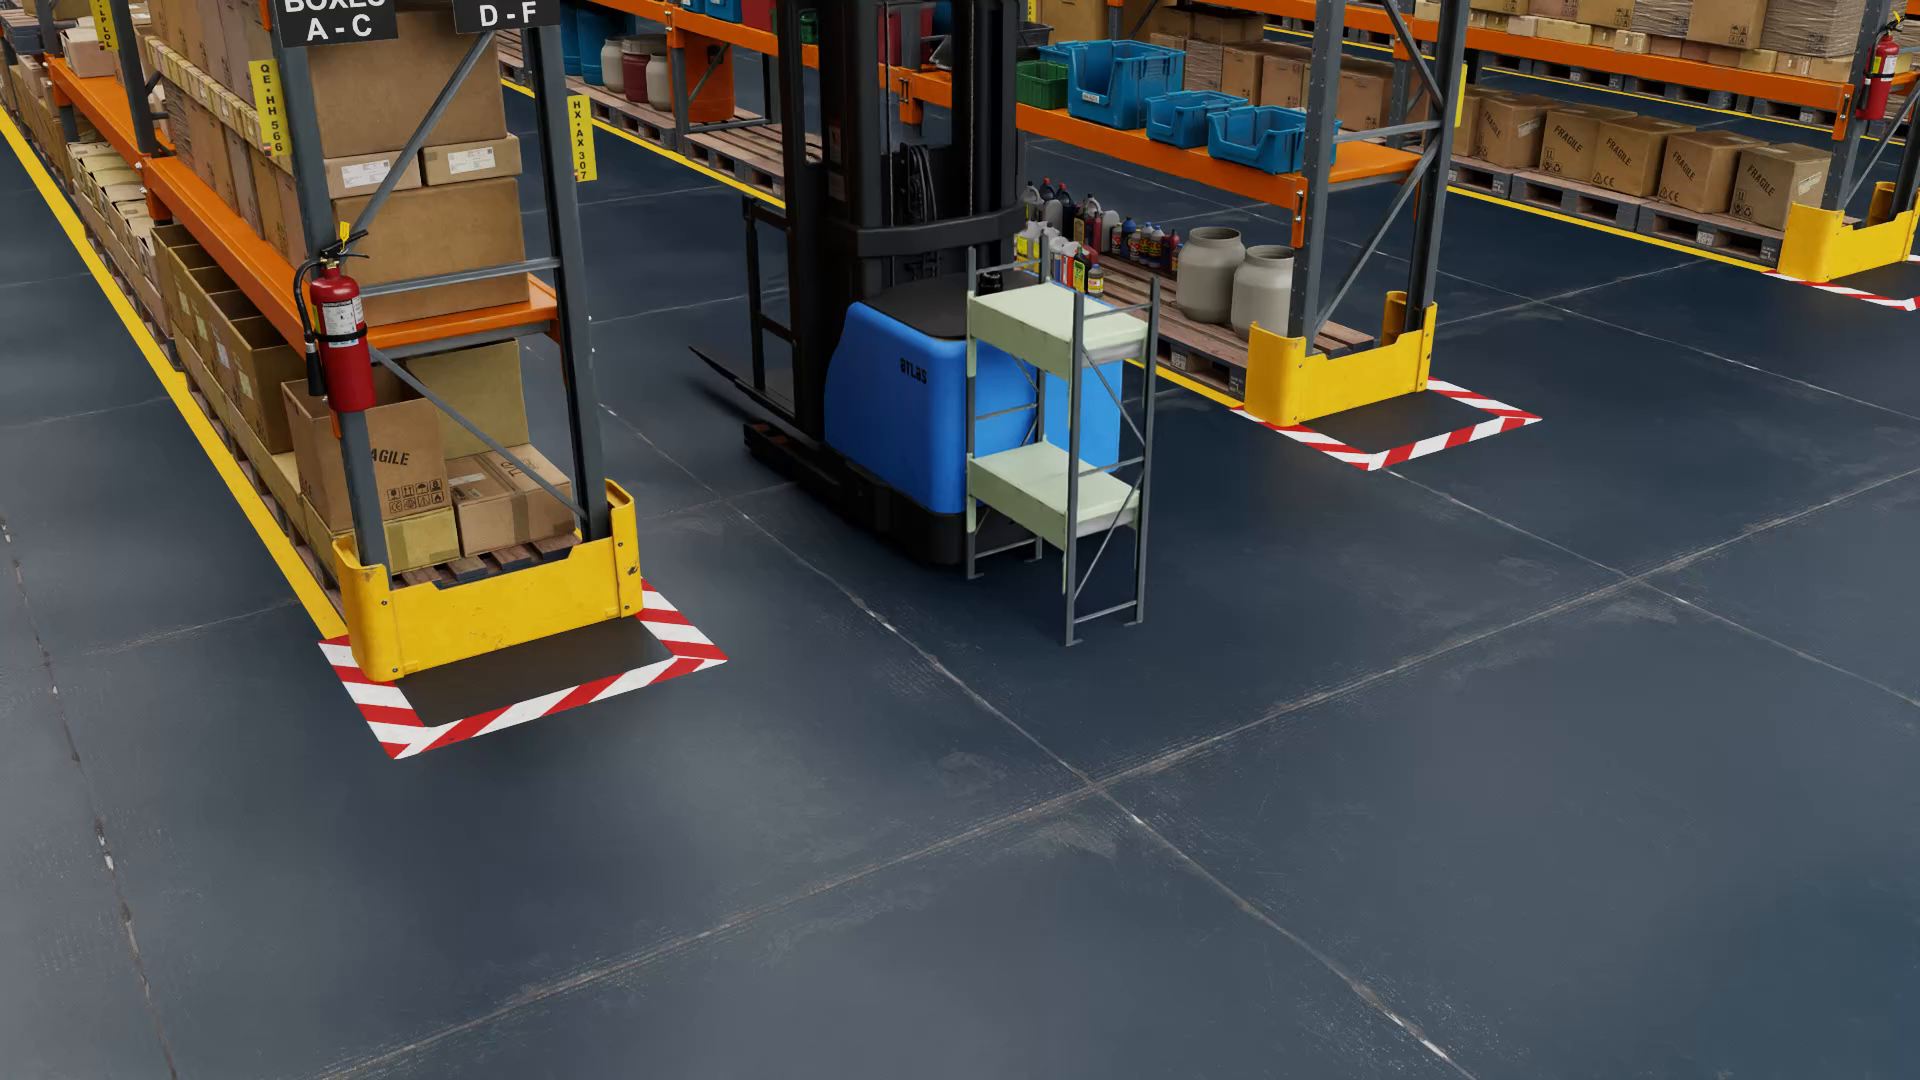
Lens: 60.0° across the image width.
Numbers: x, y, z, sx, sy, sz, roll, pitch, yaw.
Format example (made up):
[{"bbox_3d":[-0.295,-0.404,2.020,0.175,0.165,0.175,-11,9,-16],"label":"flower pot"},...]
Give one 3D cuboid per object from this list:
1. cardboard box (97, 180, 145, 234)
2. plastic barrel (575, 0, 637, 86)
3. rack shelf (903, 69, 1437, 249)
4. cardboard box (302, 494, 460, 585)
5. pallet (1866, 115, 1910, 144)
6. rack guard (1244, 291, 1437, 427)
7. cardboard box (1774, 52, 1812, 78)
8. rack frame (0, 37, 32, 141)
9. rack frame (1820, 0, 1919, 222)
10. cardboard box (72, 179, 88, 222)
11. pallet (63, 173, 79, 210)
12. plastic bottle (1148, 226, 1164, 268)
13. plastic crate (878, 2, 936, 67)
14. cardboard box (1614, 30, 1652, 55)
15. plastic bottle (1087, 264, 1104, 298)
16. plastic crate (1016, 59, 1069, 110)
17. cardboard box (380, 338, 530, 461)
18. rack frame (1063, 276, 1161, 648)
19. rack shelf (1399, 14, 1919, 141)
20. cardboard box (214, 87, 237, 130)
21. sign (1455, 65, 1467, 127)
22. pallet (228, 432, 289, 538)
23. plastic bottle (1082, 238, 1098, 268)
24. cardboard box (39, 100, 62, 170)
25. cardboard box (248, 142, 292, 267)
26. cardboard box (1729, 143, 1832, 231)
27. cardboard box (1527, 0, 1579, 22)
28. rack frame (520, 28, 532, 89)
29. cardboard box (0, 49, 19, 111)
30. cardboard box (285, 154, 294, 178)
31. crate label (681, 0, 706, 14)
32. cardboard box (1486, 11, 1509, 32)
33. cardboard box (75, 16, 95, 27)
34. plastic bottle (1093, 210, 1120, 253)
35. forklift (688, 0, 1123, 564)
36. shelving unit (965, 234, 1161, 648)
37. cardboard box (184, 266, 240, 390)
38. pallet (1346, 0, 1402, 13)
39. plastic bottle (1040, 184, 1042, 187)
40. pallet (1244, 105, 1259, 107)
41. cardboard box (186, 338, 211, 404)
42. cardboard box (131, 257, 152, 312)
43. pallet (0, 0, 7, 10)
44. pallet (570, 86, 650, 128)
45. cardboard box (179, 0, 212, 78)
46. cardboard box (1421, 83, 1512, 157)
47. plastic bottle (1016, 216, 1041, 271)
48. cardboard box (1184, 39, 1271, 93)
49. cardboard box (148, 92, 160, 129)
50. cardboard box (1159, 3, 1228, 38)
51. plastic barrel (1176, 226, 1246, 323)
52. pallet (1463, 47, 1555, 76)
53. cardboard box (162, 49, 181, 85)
[{"bbox_3d":[-5.405,-2.244,11.062,0.500,0.311,0.500,-16,30,-30],"label":"cardboard box"},{"bbox_3d":[-3.659,-5.225,17.271,0.600,0.901,0.708,-16,29,-30],"label":"plastic barrel"},{"bbox_3d":[1.131,-2.534,10.446,1.077,0.370,4.000,-16,29,-30],"label":"rack shelf"},{"bbox_3d":[-2.470,-0.060,7.093,0.500,0.250,0.500,-16,29,-30],"label":"cardboard box"},{"bbox_3d":[9.419,-3.860,15.680,1.003,0.211,1.213,-16,29,-30],"label":"pallet"},{"bbox_3d":[2.142,-1.030,9.345,1.175,0.500,0.348,-16,29,-30],"label":"rack guard"},{"bbox_3d":[5.908,-3.328,11.580,0.380,0.149,0.250,-16,29,-30],"label":"cardboard box"},{"bbox_3d":[-8.480,-5.283,15.427,1.000,3.000,0.127,-16,29,-30],"label":"rack frame"},{"bbox_3d":[6.372,-3.298,11.223,1.000,3.000,0.127,-16,29,-30],"label":"rack frame"},{"bbox_3d":[-6.257,-2.543,12.352,0.500,0.250,0.500,-16,29,-30],"label":"cardboard box"},{"bbox_3d":[-6.673,-2.867,13.576,1.003,0.211,1.213,-16,29,-30],"label":"pallet"},{"bbox_3d":[1.307,-1.953,11.053,0.097,0.271,0.097,0,25,0],"label":"plastic bottle"},{"bbox_3d":[-0.482,-3.705,12.010,0.402,0.464,0.583,-16,29,-30],"label":"plastic crate"},{"bbox_3d":[5.137,-3.750,12.475,0.380,0.149,0.250,-16,29,-30],"label":"cardboard box"},{"bbox_3d":[0.853,-1.632,10.456,0.097,0.201,0.097,0,25,0],"label":"plastic bottle"},{"bbox_3d":[0.544,-2.927,10.686,0.450,0.188,0.662,-16,29,-30],"label":"plastic crate"},{"bbox_3d":[-2.311,-0.698,7.566,0.500,0.500,0.500,-16,29,-30],"label":"cardboard box"},{"bbox_3d":[0.597,-0.287,6.601,0.400,1.500,0.023,-16,29,-30],"label":"rack frame"},{"bbox_3d":[5.281,-3.688,12.891,1.077,0.370,4.000,-16,29,-30],"label":"rack shelf"},{"bbox_3d":[-3.146,-1.976,7.545,0.380,0.149,0.250,-16,30,-30],"label":"cardboard box"},{"bbox_3d":[2.686,-2.396,8.987,0.100,0.325,0.005,-16,29,-30],"label":"sign"},{"bbox_3d":[-3.044,-0.430,8.413,1.003,0.211,1.213,-16,29,-30],"label":"pallet"},{"bbox_3d":[0.827,-1.791,10.696,0.061,0.283,0.133,-16,29,-30],"label":"plastic bottle"},{"bbox_3d":[-7.286,-3.386,13.821,0.500,0.500,0.500,-17,30,-31],"label":"cardboard box"},{"bbox_3d":[-2.731,-1.572,7.448,0.700,0.500,0.500,-15,29,-29],"label":"cardboard box"},{"bbox_3d":[6.046,-2.585,12.148,0.500,0.500,0.500,-10,27,-20],"label":"cardboard box"},{"bbox_3d":[4.984,-4.391,13.072,0.875,0.500,0.500,-16,29,-30],"label":"cardboard box"},{"bbox_3d":[-4.328,-6.436,17.870,1.000,3.000,0.127,-16,29,-30],"label":"rack frame"},{"bbox_3d":[-9.029,-4.489,16.158,0.500,0.500,0.500,-16,29,-30],"label":"cardboard box"},{"bbox_3d":[-2.442,-1.515,6.568,0.380,0.149,0.250,-15,29,-28],"label":"cardboard box"},{"bbox_3d":[-2.229,-4.691,14.370,0.303,0.233,0.416,-16,29,-30],"label":"crate label"},{"bbox_3d":[4.484,-4.206,13.439,0.380,0.149,0.250,-16,29,-30],"label":"cardboard box"},{"bbox_3d":[-6.135,-3.672,12.118,0.500,0.311,0.500,-14,28,-26],"label":"cardboard box"},{"bbox_3d":[0.999,-2.135,11.435,0.152,0.276,0.135,-15,29,-29],"label":"plastic bottle"},{"bbox_3d":[-0.470,-1.798,8.125,1.130,2.935,3.031,-16,29,-30],"label":"forklift"},{"bbox_3d":[0.397,-0.418,6.878,0.431,1.500,0.755,-16,29,-30],"label":"shelving unit"},{"bbox_3d":[-3.576,-1.111,8.439,0.500,0.500,0.500,-16,29,-30],"label":"cardboard box"},{"bbox_3d":[3.894,-4.949,14.945,1.003,0.211,1.213,-16,29,-30],"label":"pallet"},{"bbox_3d":[0.578,-2.450,12.092,0.061,0.283,0.133,-14,29,-27],"label":"plastic bottle"},{"bbox_3d":[3.093,-4.183,16.363,1.003,0.211,1.213,-16,29,-30],"label":"pallet"},{"bbox_3d":[-3.845,-0.951,8.981,0.500,0.250,0.500,-16,29,-30],"label":"cardboard box"},{"bbox_3d":[-4.857,-1.630,10.418,0.500,0.250,0.500,-16,30,-30],"label":"cardboard box"},{"bbox_3d":[-8.136,-4.885,14.809,1.003,0.211,1.213,-16,29,-30],"label":"pallet"},{"bbox_3d":[-3.272,-4.452,16.934,1.003,0.211,1.213,-16,29,-30],"label":"pallet"},{"bbox_3d":[-3.316,-2.536,7.972,0.700,0.500,0.500,-16,29,-30],"label":"cardboard box"},{"bbox_3d":[4.374,-3.636,14.374,0.500,0.500,0.500,-17,30,-31],"label":"cardboard box"},{"bbox_3d":[0.467,-1.971,10.998,0.144,0.351,0.185,-16,30,-30],"label":"plastic bottle"},{"bbox_3d":[2.701,-4.798,16.812,0.700,0.500,0.500,-18,31,-34],"label":"cardboard box"},{"bbox_3d":[-4.747,-2.632,9.970,0.396,0.266,0.258,-16,30,-31],"label":"cardboard box"},{"bbox_3d":[2.396,-5.334,17.071,0.500,0.250,0.500,-14,29,-28],"label":"cardboard box"},{"bbox_3d":[1.526,-1.606,10.060,0.421,0.512,0.421,0,25,0],"label":"plastic barrel"},{"bbox_3d":[6.583,-5.719,19.617,1.003,0.211,1.213,-16,29,-30],"label":"pallet"},{"bbox_3d":[-3.849,-2.437,8.522,0.380,0.149,0.250,-16,30,-31],"label":"cardboard box"}]
